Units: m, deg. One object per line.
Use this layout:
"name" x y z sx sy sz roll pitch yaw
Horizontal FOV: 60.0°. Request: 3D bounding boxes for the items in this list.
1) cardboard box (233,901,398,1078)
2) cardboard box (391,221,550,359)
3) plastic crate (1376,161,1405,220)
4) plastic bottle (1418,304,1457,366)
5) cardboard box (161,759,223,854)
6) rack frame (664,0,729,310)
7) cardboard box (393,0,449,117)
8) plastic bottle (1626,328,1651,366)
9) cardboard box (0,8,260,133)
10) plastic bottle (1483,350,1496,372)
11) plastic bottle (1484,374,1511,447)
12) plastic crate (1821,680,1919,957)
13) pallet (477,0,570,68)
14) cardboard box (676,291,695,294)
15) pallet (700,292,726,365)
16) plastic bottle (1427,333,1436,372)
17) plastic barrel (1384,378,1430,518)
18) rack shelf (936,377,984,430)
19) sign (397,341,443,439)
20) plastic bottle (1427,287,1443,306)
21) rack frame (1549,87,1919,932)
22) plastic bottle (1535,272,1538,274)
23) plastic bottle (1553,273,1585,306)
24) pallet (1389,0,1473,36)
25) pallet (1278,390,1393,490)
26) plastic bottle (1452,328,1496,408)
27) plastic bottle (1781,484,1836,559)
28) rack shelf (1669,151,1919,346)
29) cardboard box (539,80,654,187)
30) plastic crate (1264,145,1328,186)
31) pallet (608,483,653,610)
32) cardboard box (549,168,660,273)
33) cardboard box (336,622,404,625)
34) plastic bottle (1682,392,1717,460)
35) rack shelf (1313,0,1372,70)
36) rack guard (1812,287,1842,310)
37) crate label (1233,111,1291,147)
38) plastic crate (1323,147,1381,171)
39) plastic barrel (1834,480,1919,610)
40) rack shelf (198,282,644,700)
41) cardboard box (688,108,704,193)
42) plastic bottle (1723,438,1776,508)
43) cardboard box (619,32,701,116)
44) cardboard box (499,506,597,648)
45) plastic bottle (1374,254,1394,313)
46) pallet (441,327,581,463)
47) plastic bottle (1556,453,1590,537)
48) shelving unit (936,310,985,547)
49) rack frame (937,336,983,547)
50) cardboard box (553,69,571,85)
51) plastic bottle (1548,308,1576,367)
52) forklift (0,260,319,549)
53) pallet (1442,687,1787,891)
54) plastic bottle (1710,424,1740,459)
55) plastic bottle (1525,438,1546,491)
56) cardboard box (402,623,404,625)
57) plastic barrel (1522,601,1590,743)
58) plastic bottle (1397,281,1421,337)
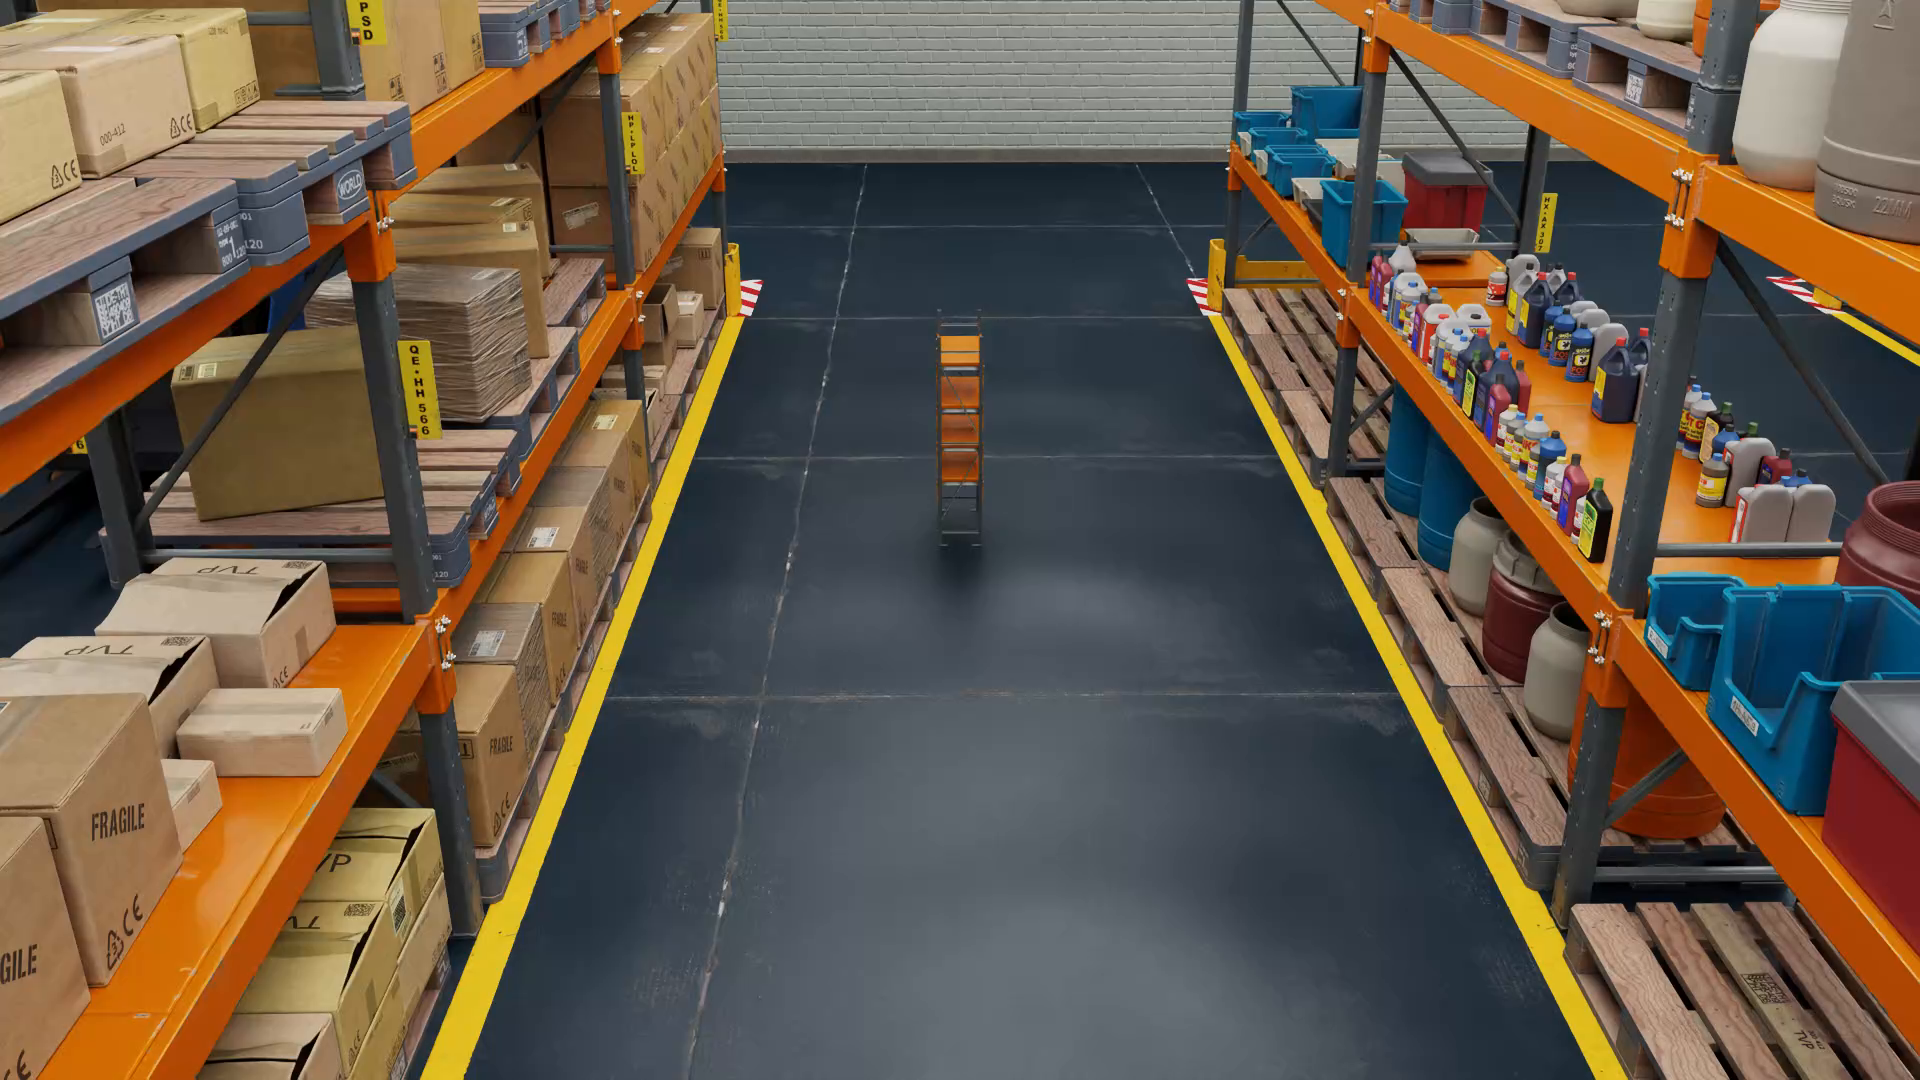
"cardboard box" -1.994 1.295 4.893 0.500 0.311 0.500 -1 24 -1
"cardboard box" -2.221 -1.097 7.405 0.700 0.500 0.500 -6 25 -14
"plastic crate" 2.819 -2.212 10.572 0.437 0.282 0.530 0 24 -1
"plastic bottle" 2.285 -0.978 7.924 0.152 0.276 0.135 0 24 -1
"cardboard box" -2.188 0.700 4.367 0.380 0.149 0.250 2 24 3
"rack frame" -2.346 -3.236 12.766 1.000 3.000 0.127 0 24 -1
"cardboard box" -2.302 -1.742 5.700 0.910 0.500 0.500 0 24 -1
"plastic bottle" 3.000 -0.755 7.340 0.144 0.351 0.185 0 24 -1
"cardboard box" -2.197 -1.243 4.390 0.500 0.250 0.500 -2 24 -4
"plastic bottle" 2.309 -0.675 7.243 0.061 0.283 0.133 0 24 -1
"plastic bottle" 2.251 -0.543 6.953 0.061 0.283 0.133 0 24 -1
"plastic crate" 2.406 0.677 4.034 0.402 0.464 0.583 0 24 -1
"pallet" -2.351 -2.173 7.002 1.213 0.211 1.003 0 24 -1
"cardboard box" -2.179 -1.756 12.396 0.380 0.166 0.250 0 24 -1
"pallet" -2.335 -1.606 12.545 1.003 0.211 1.213 0 24 -1
"plastic bottle" 2.259 -0.896 7.833 0.097 0.201 0.097 0 24 0
"plastic barrel" 2.640 -0.620 9.017 0.600 0.901 0.708 0 24 -1
"rack shelf" -0.002 -0.757 9.089 0.258 0.148 0.480 0 24 -1
"sign" -1.703 -0.471 5.247 0.100 0.325 0.005 0 24 -1
"plastic bottle" 2.404 -1.183 8.467 0.097 0.201 0.097 0 24 0
"rack frame" 2.695 0.039 5.523 1.000 3.000 0.127 0 24 -1
"plastic bottle" 3.007 -1.310 8.747 0.097 0.201 0.097 0 24 0
"plastic bottle" 2.990 -1.133 8.175 0.144 0.351 0.185 0 24 -1
"pallet" 2.757 -2.567 7.875 1.213 0.211 1.003 0 24 -1
"pallet" 2.604 -0.641 10.411 1.003 0.211 1.213 0 24 -1
"plastic bottle" 2.288 -0.771 7.374 0.144 0.351 0.185 0 24 -1
"plastic bottle" 3.013 -0.084 5.946 0.152 0.276 0.135 0 24 -1
"rack shelf" 2.717 -0.175 3.231 1.077 0.370 4.000 0 24 -1
"cardboard box" -2.026 -2.285 9.327 0.500 0.500 0.500 0 24 1
"plastic crate" 2.295 -2.562 11.406 0.416 0.233 0.300 0 24 -1
"pallet" -2.255 0.017 8.955 1.003 0.211 1.213 0 24 -1
"cardboard box" -2.035 -1.845 9.568 0.500 0.500 0.500 0 24 1
"cardboard box" -2.508 0.249 6.648 0.500 0.250 0.500 1 24 1
"plastic bottle" 3.030 -0.470 6.806 0.097 0.271 0.097 0 24 0
"rack shelf" 2.629 -3.472 10.520 1.077 0.370 4.000 0 24 -1
"rack guard" 7.560 -2.150 13.398 1.175 0.500 0.348 0 24 -1
"crate label" 2.281 -3.105 12.606 0.416 0.233 0.303 0 24 -1
"plastic crate" 2.786 -2.710 11.848 0.396 0.136 0.243 0 24 -1
"plastic barrel" 3.003 0.167 5.075 0.600 0.536 0.708 0 24 -1
"rack shelf" -2.280 -0.436 7.447 1.077 0.370 4.000 0 24 -1
"cardboard box" -2.059 -2.679 11.413 0.500 0.500 0.500 0 24 0
"plastic bottle" 3.008 -0.274 6.367 0.152 0.276 0.135 0 24 -1
"cardboard box" -2.049 -3.134 11.204 0.500 0.500 0.500 0 24 1
"cardboard box" -2.000 0.172 7.728 0.500 0.500 0.500 -1 24 -2
"plastic bottle" 2.230 -1.348 8.731 0.061 0.283 0.133 0 24 -1
"pallet" -2.284 -0.654 7.288 1.003 0.211 1.213 0 24 -1
"plastic bottle" 2.261 -0.167 6.121 0.061 0.283 0.133 0 24 -1
"shelving unit" -0.002 -0.615 9.154 0.258 1.200 0.503 0 24 -1
"rack frame" 0.001 -0.514 8.931 0.240 1.200 0.015 0 24 -1
"cardboard box" -2.575 -2.508 9.820 0.500 0.500 0.500 -1 24 -2
"plastic bottle" 2.865 -0.967 7.905 0.097 0.271 0.097 0 24 0
"forklift" -4.783 -1.716 9.488 1.130 2.935 3.031 1 24 1
"pallet" 2.645 0.985 6.815 1.003 0.211 1.213 0 24 -1
"plastic bottle" 2.974 -0.320 6.474 0.097 0.271 0.097 0 24 0
"plastic bottle" 2.275 -0.298 6.510 0.097 0.201 0.097 0 24 0
"cardboard box" -2.503 0.614 6.751 0.500 0.500 0.500 1 24 2
"plastic barrel" 2.577 0.548 6.908 0.421 0.512 0.421 0 24 0
"plastic bottle" 2.253 -1.159 8.329 0.097 0.271 0.097 0 24 0
